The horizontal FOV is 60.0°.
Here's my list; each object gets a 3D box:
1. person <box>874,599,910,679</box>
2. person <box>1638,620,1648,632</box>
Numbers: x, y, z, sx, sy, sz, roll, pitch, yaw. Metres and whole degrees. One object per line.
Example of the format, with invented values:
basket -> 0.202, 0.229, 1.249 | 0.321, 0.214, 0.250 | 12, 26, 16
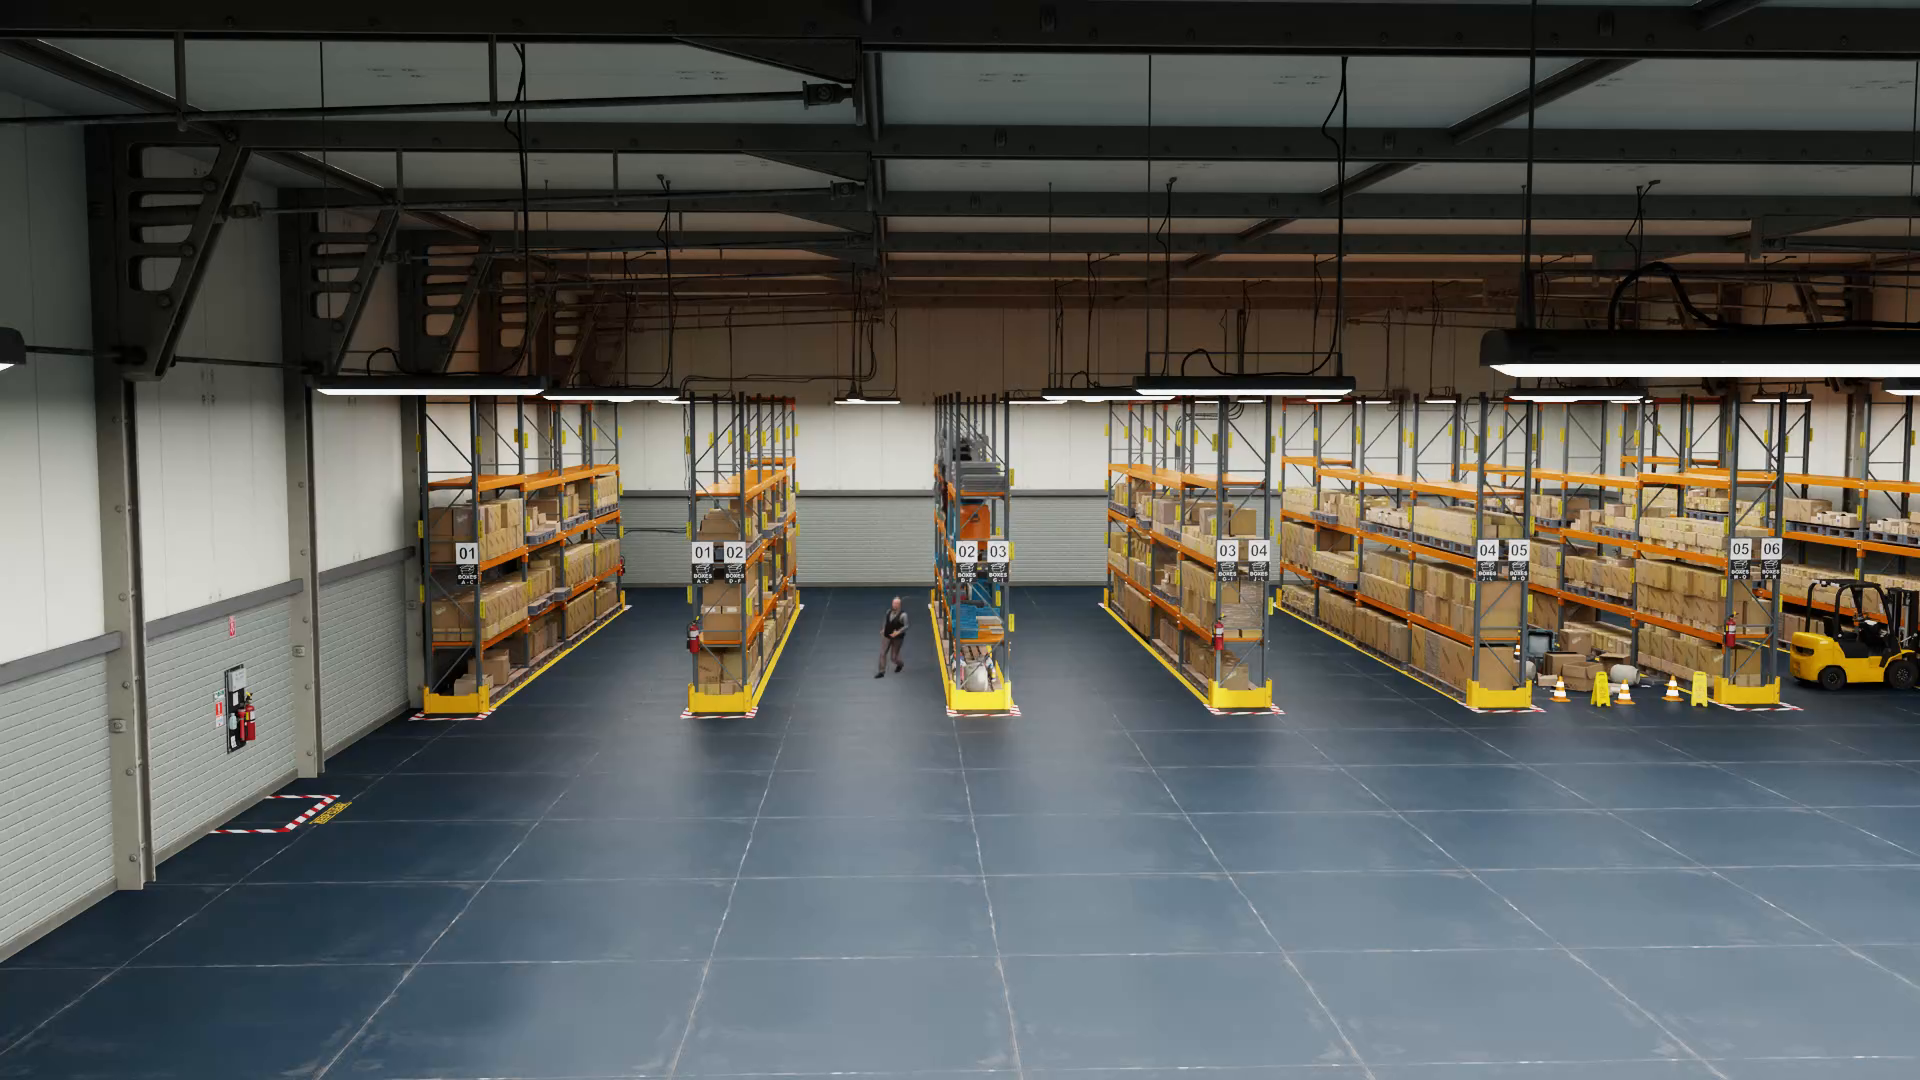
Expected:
person -> -1.369, 2.035, 35.014 | 0.692, 1.615, 0.905 | 2, 5, 28
person -> 17.259, 1.474, 42.224 | 0.690, 1.733, 0.715 | -1, 5, -13
